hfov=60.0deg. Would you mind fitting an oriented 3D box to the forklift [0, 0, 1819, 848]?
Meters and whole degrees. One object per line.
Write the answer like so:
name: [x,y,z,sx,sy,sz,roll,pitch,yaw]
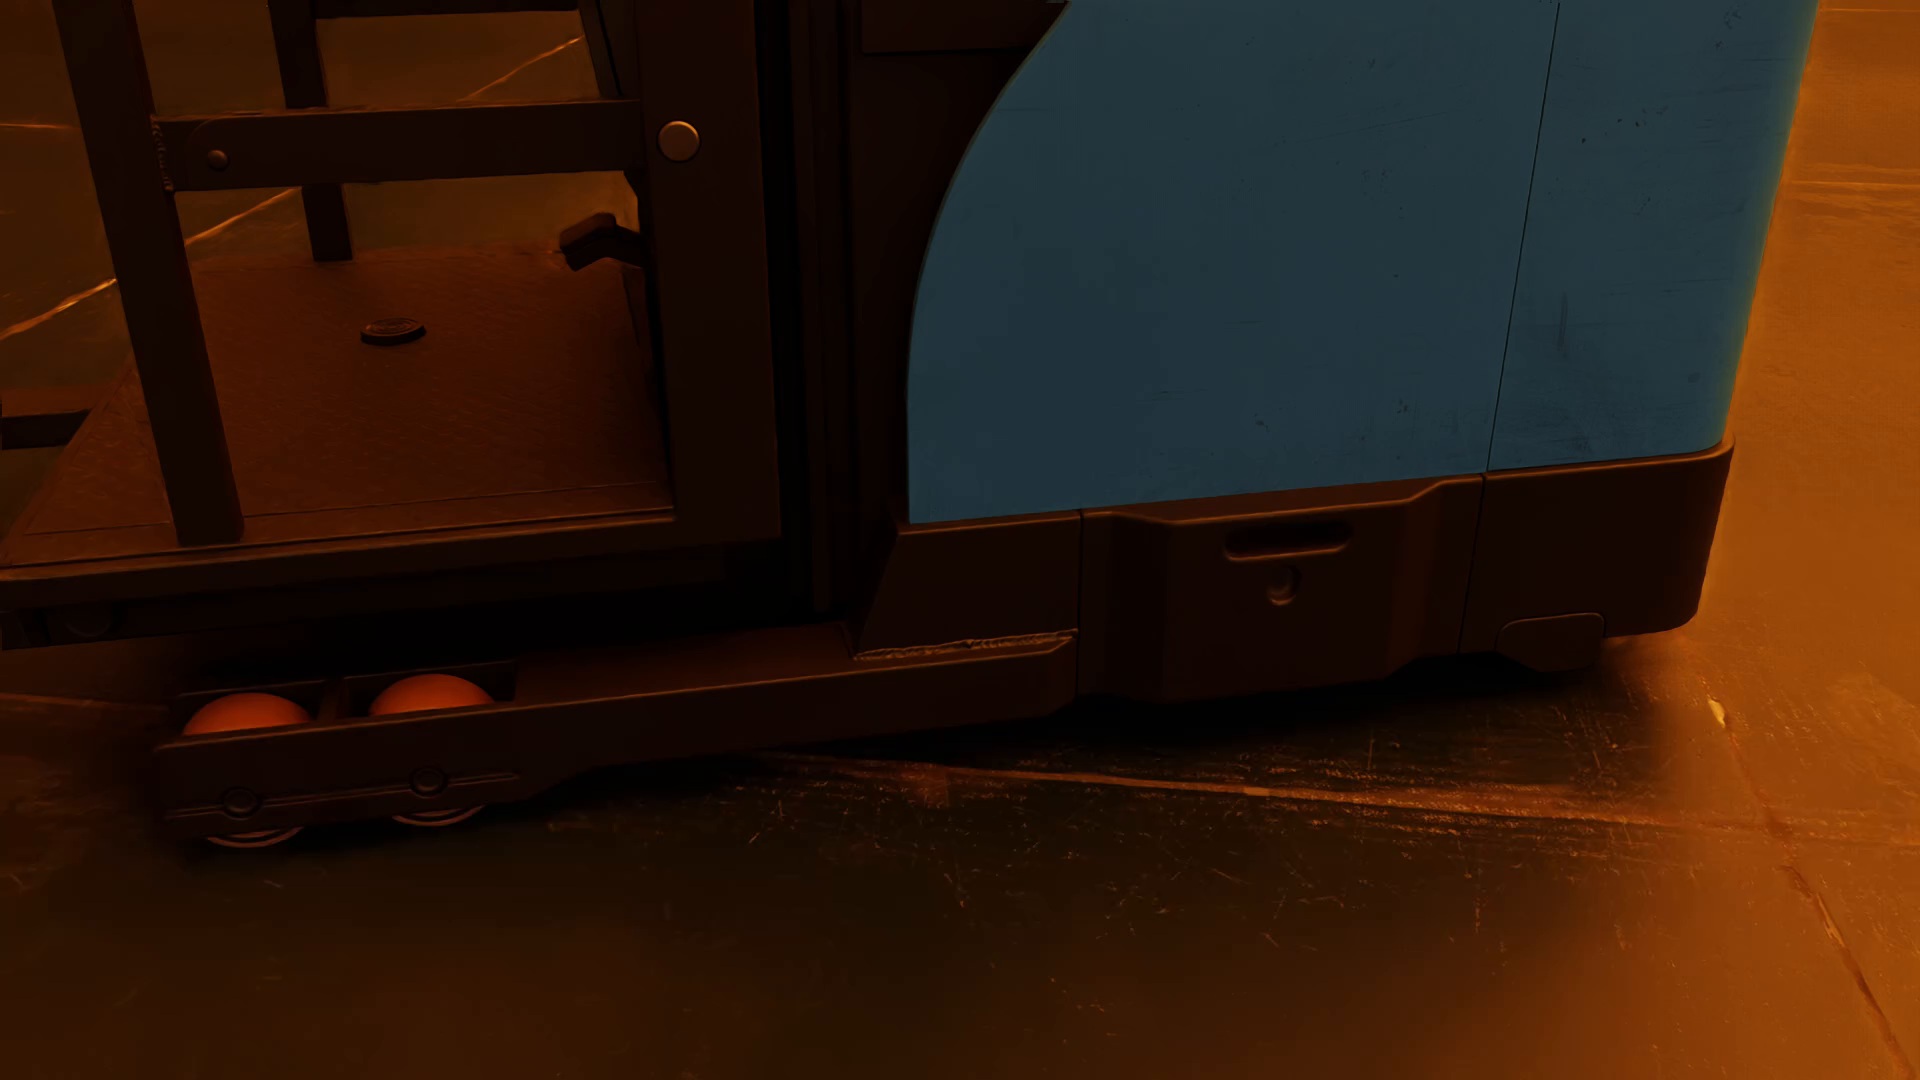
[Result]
forklift: [-0.604,-1.232,1.685,3.031,2.935,1.130,-5,27,-10]
